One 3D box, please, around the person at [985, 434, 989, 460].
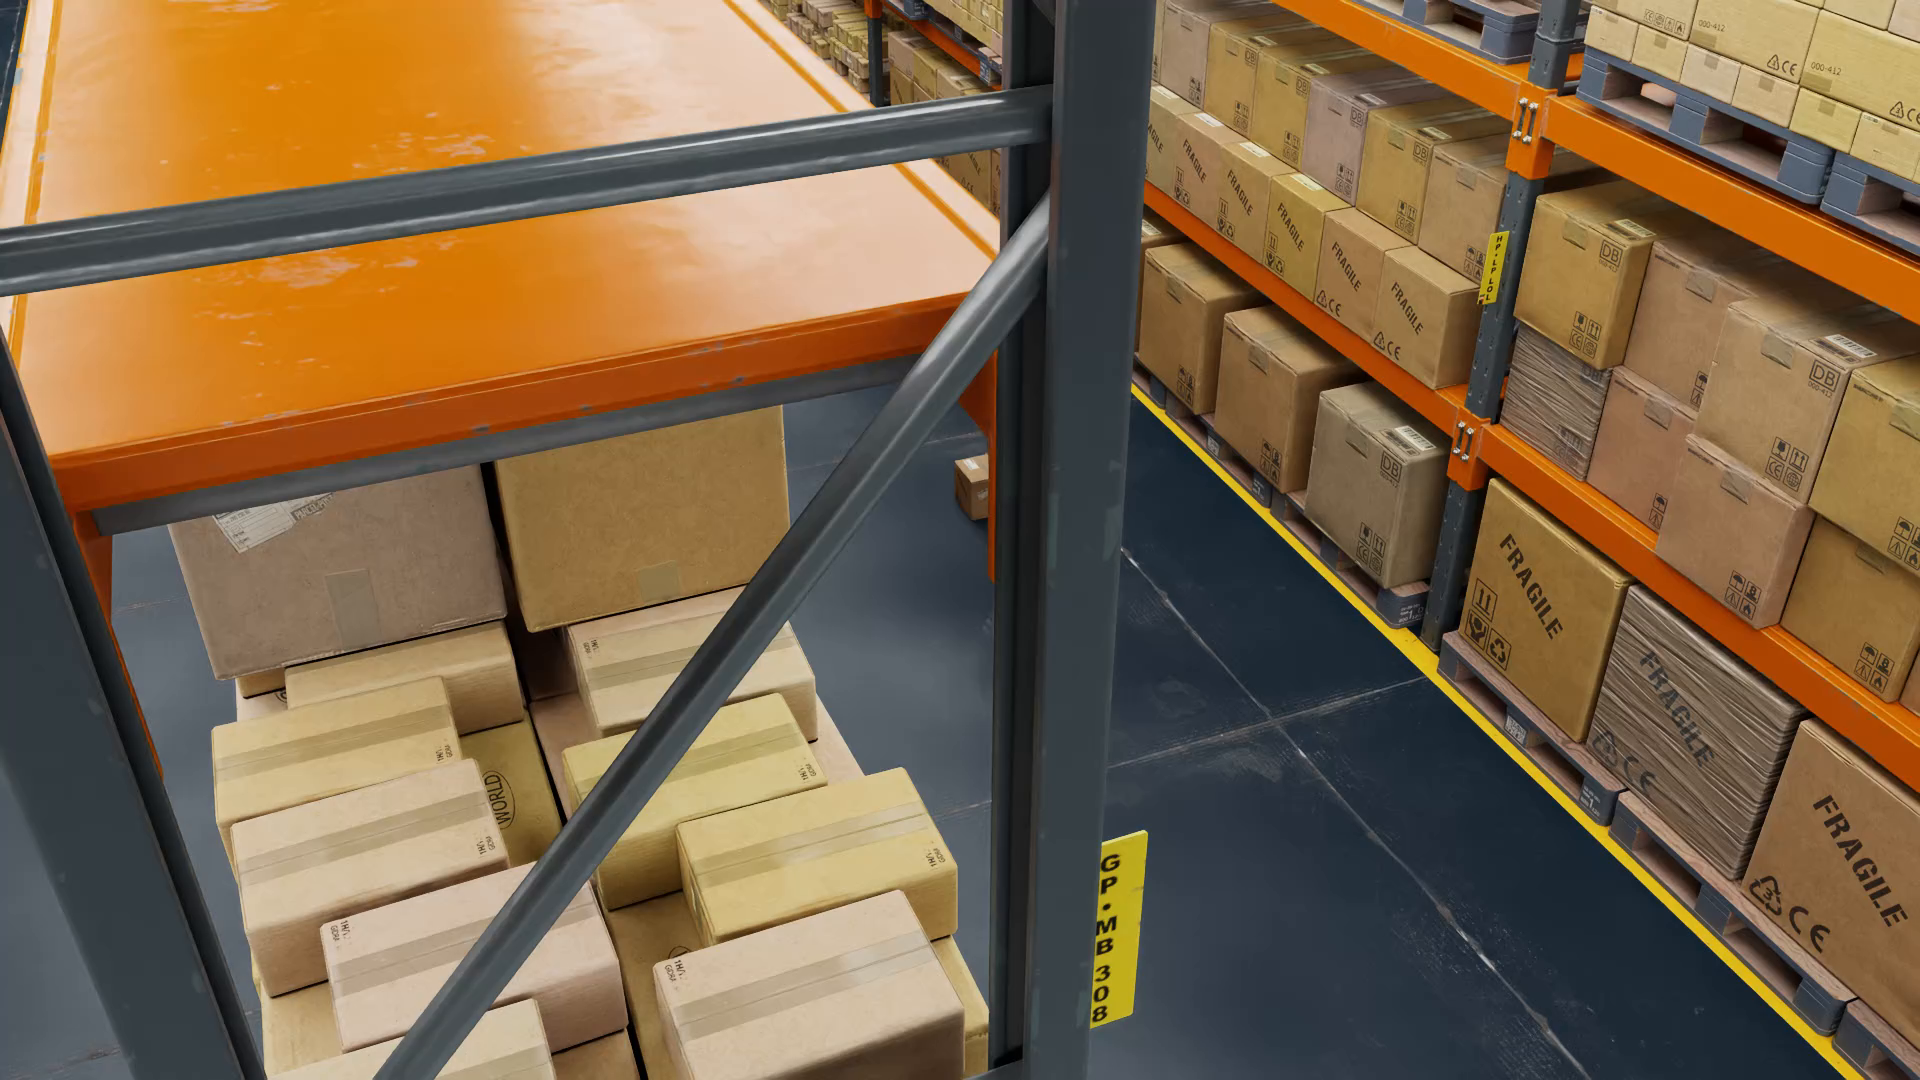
[{"bbox_3d":[0.282,-0.643,8.542,0.510,1.662,0.720,1,34,2],"label":"person"}]
